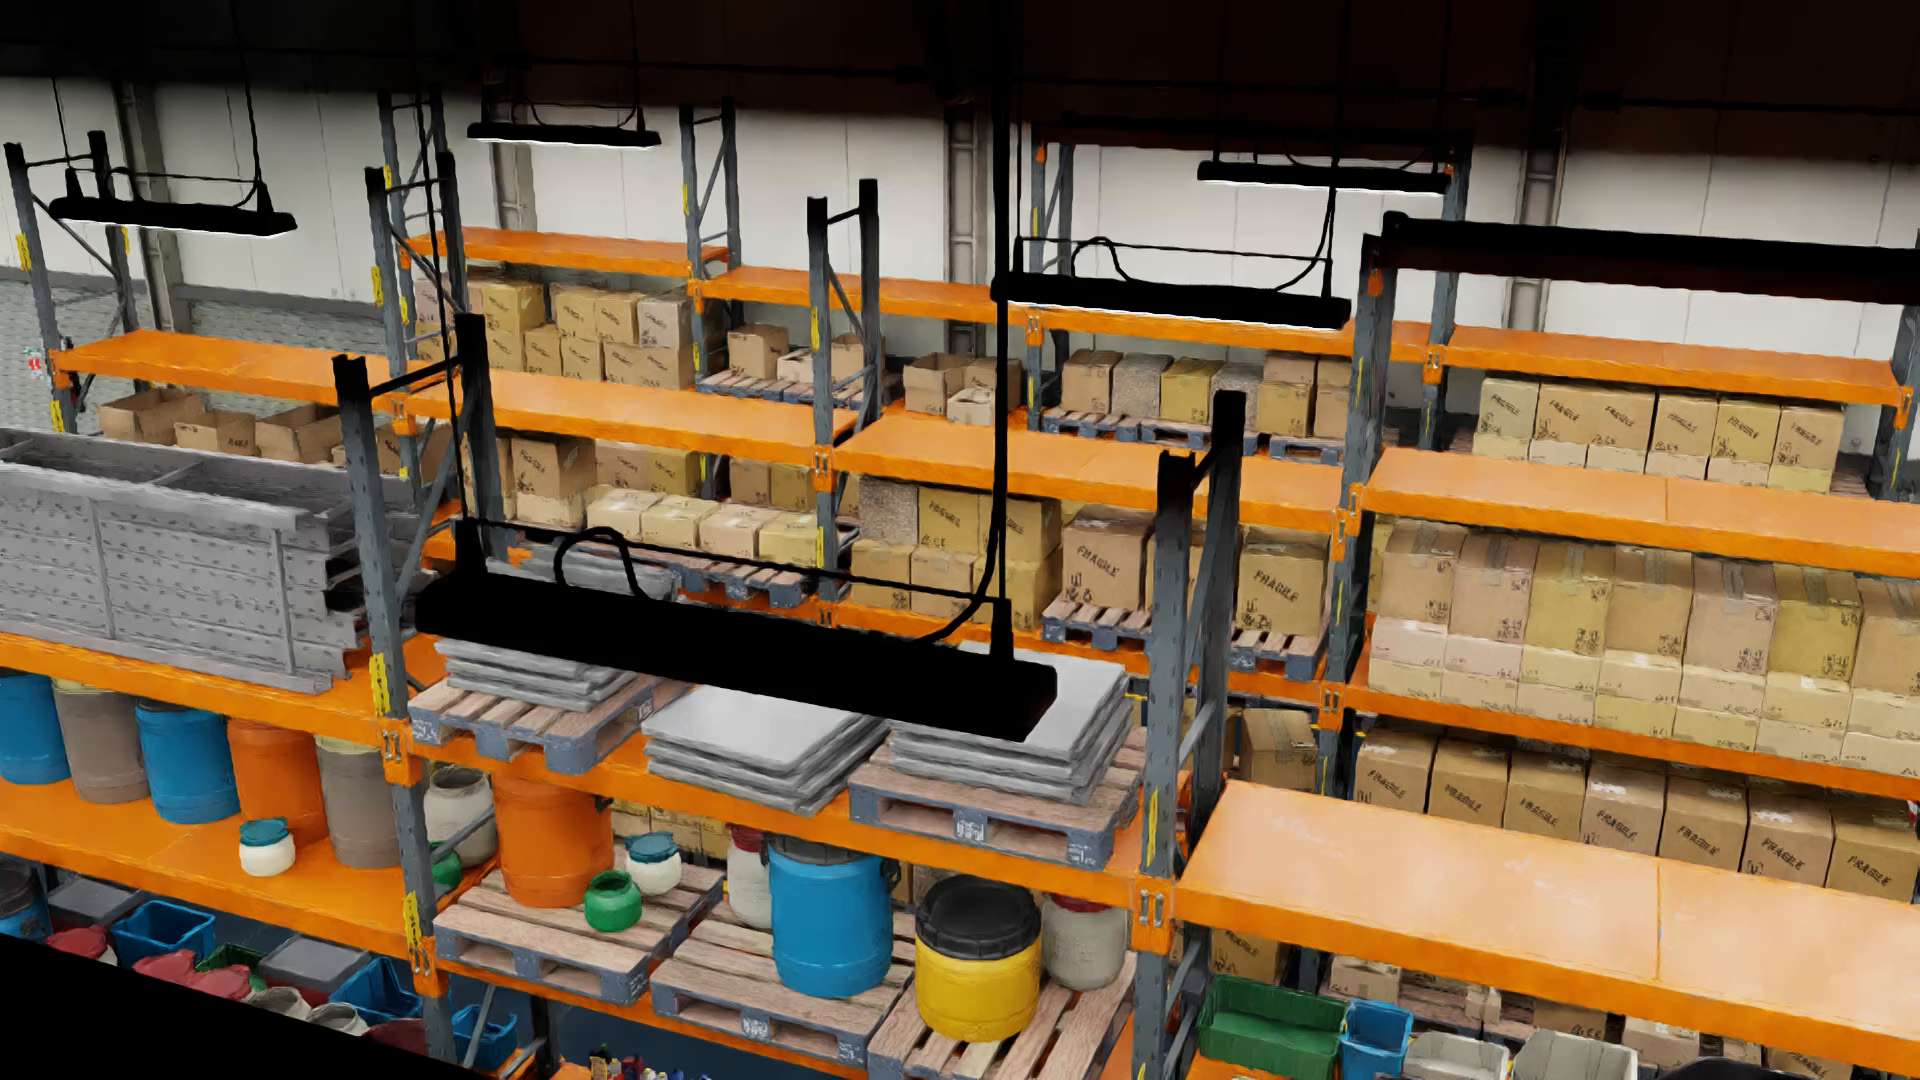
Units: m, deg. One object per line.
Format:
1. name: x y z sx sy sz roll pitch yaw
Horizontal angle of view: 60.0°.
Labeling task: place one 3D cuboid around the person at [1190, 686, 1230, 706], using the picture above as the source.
1. person: 2.288 1.886 15.102 0.556 1.644 0.598 -15 25 -34
